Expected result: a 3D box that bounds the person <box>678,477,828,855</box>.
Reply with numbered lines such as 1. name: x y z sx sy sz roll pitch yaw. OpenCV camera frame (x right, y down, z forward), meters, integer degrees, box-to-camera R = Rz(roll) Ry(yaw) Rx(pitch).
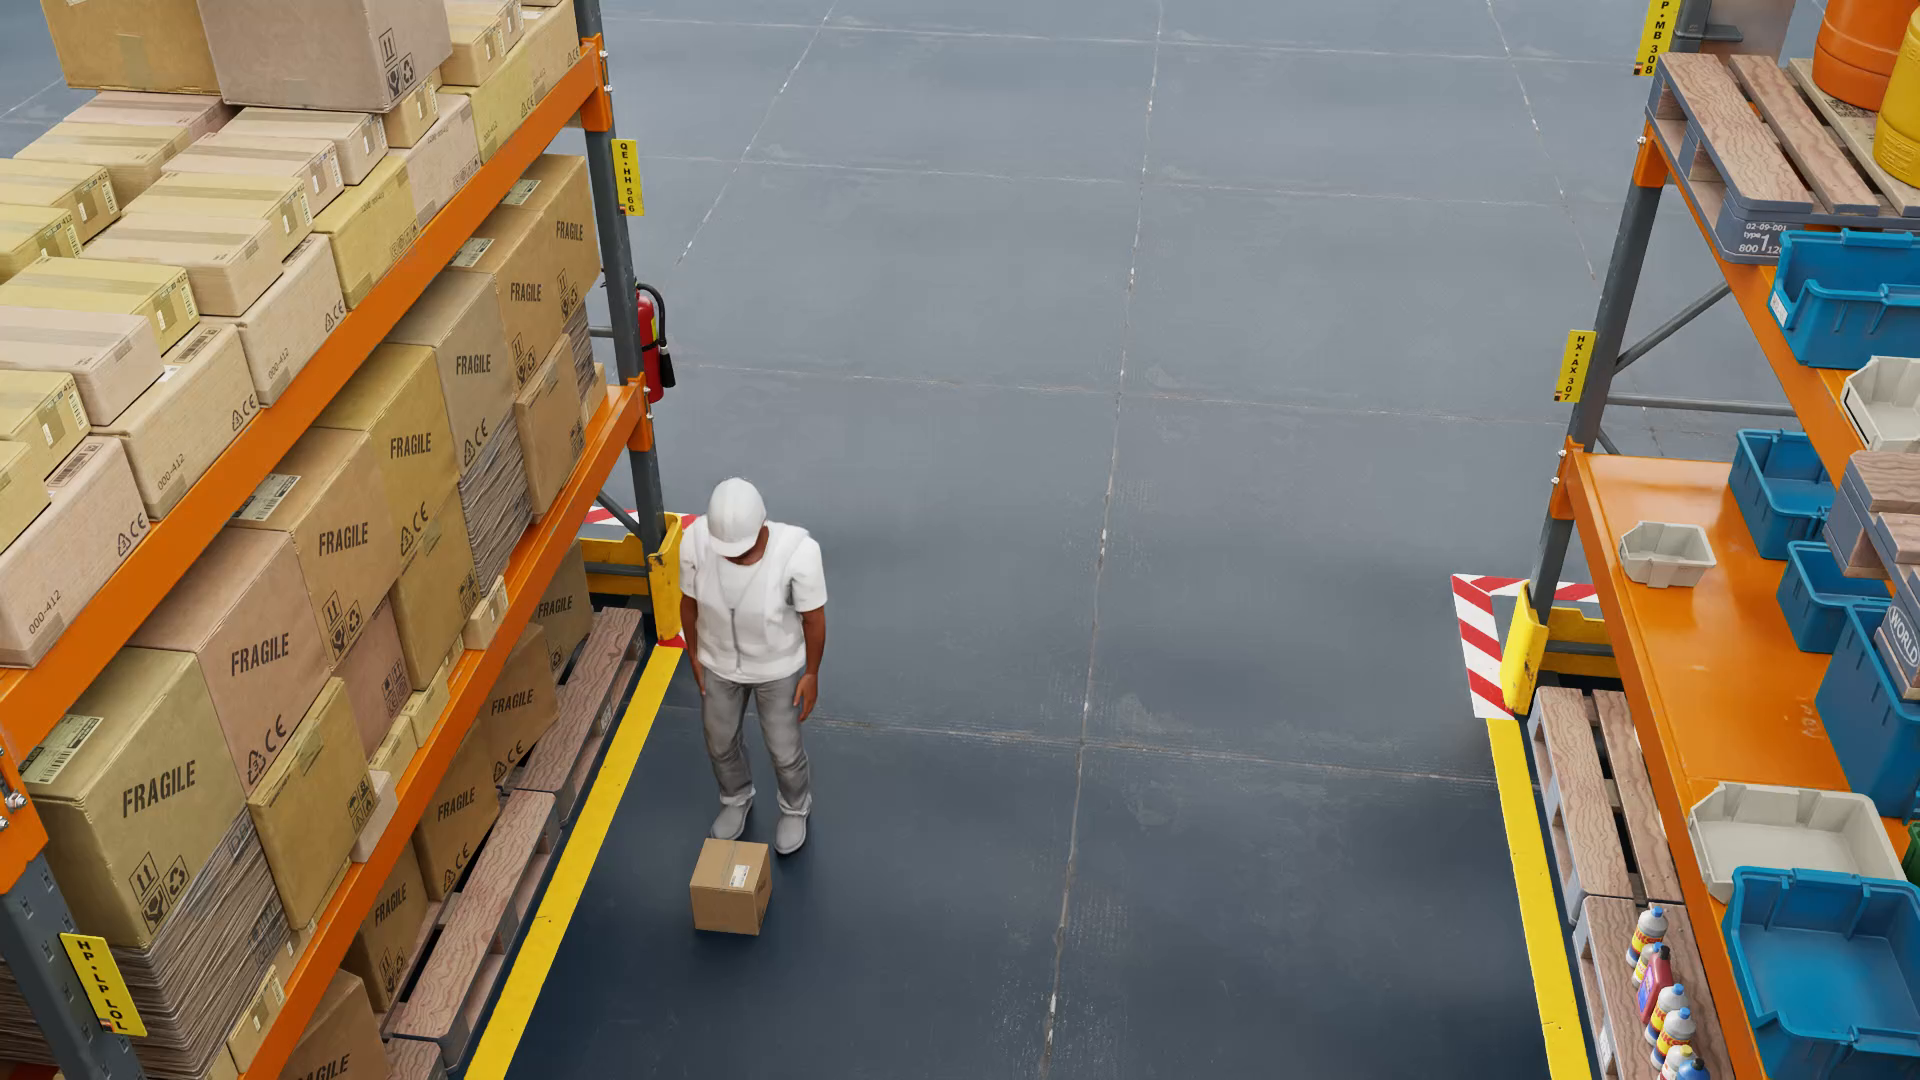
1. person: -0.787 0.480 6.377 0.578 1.743 0.397 7 37 10
